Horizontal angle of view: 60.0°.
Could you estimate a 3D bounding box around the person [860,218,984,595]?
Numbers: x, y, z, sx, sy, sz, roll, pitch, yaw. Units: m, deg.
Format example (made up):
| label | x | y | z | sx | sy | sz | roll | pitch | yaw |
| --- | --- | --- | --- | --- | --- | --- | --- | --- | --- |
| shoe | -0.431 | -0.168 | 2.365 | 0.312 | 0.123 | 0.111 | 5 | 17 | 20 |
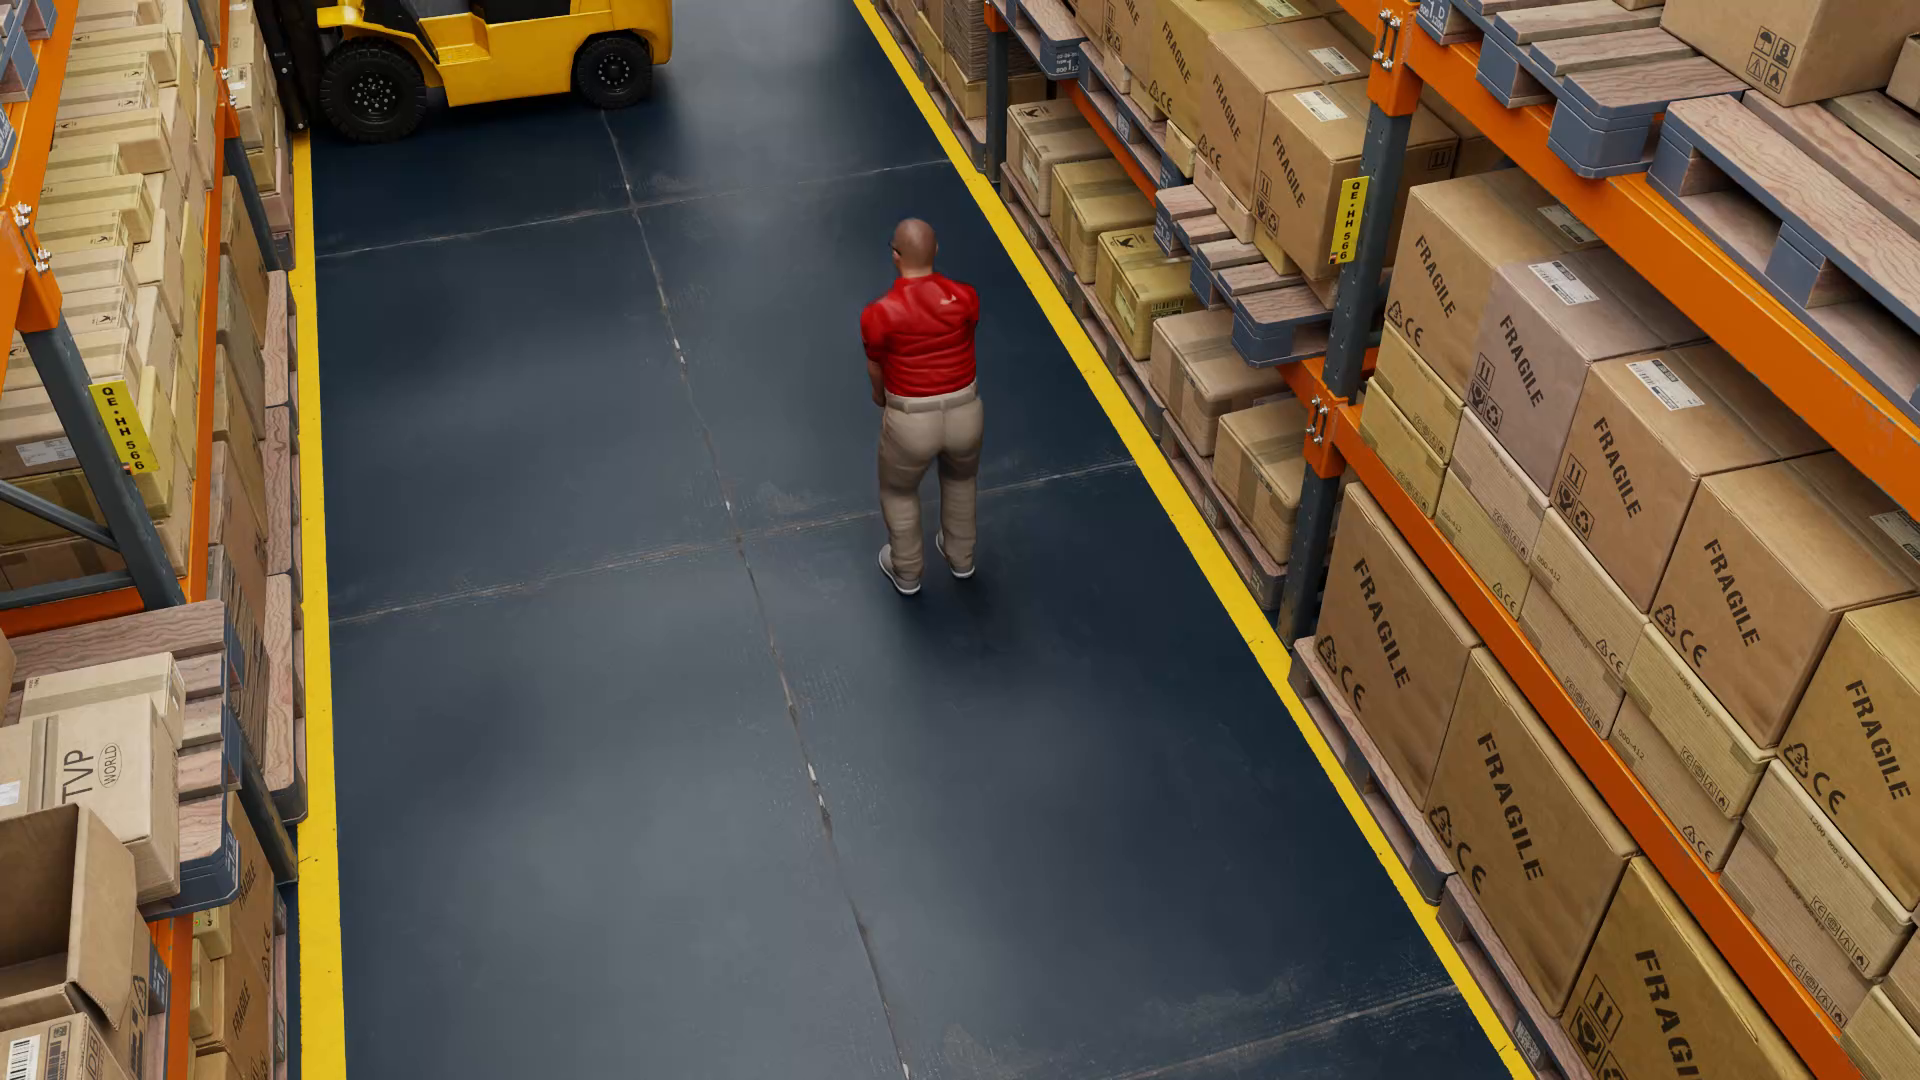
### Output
| label | x | y | z | sx | sy | sz | roll | pitch | yaw |
| --- | --- | --- | --- | --- | --- | --- | --- | --- | --- |
| person | -0.164 | -0.553 | 6.804 | 0.483 | 1.714 | 0.537 | -13 | 43 | -14 |
